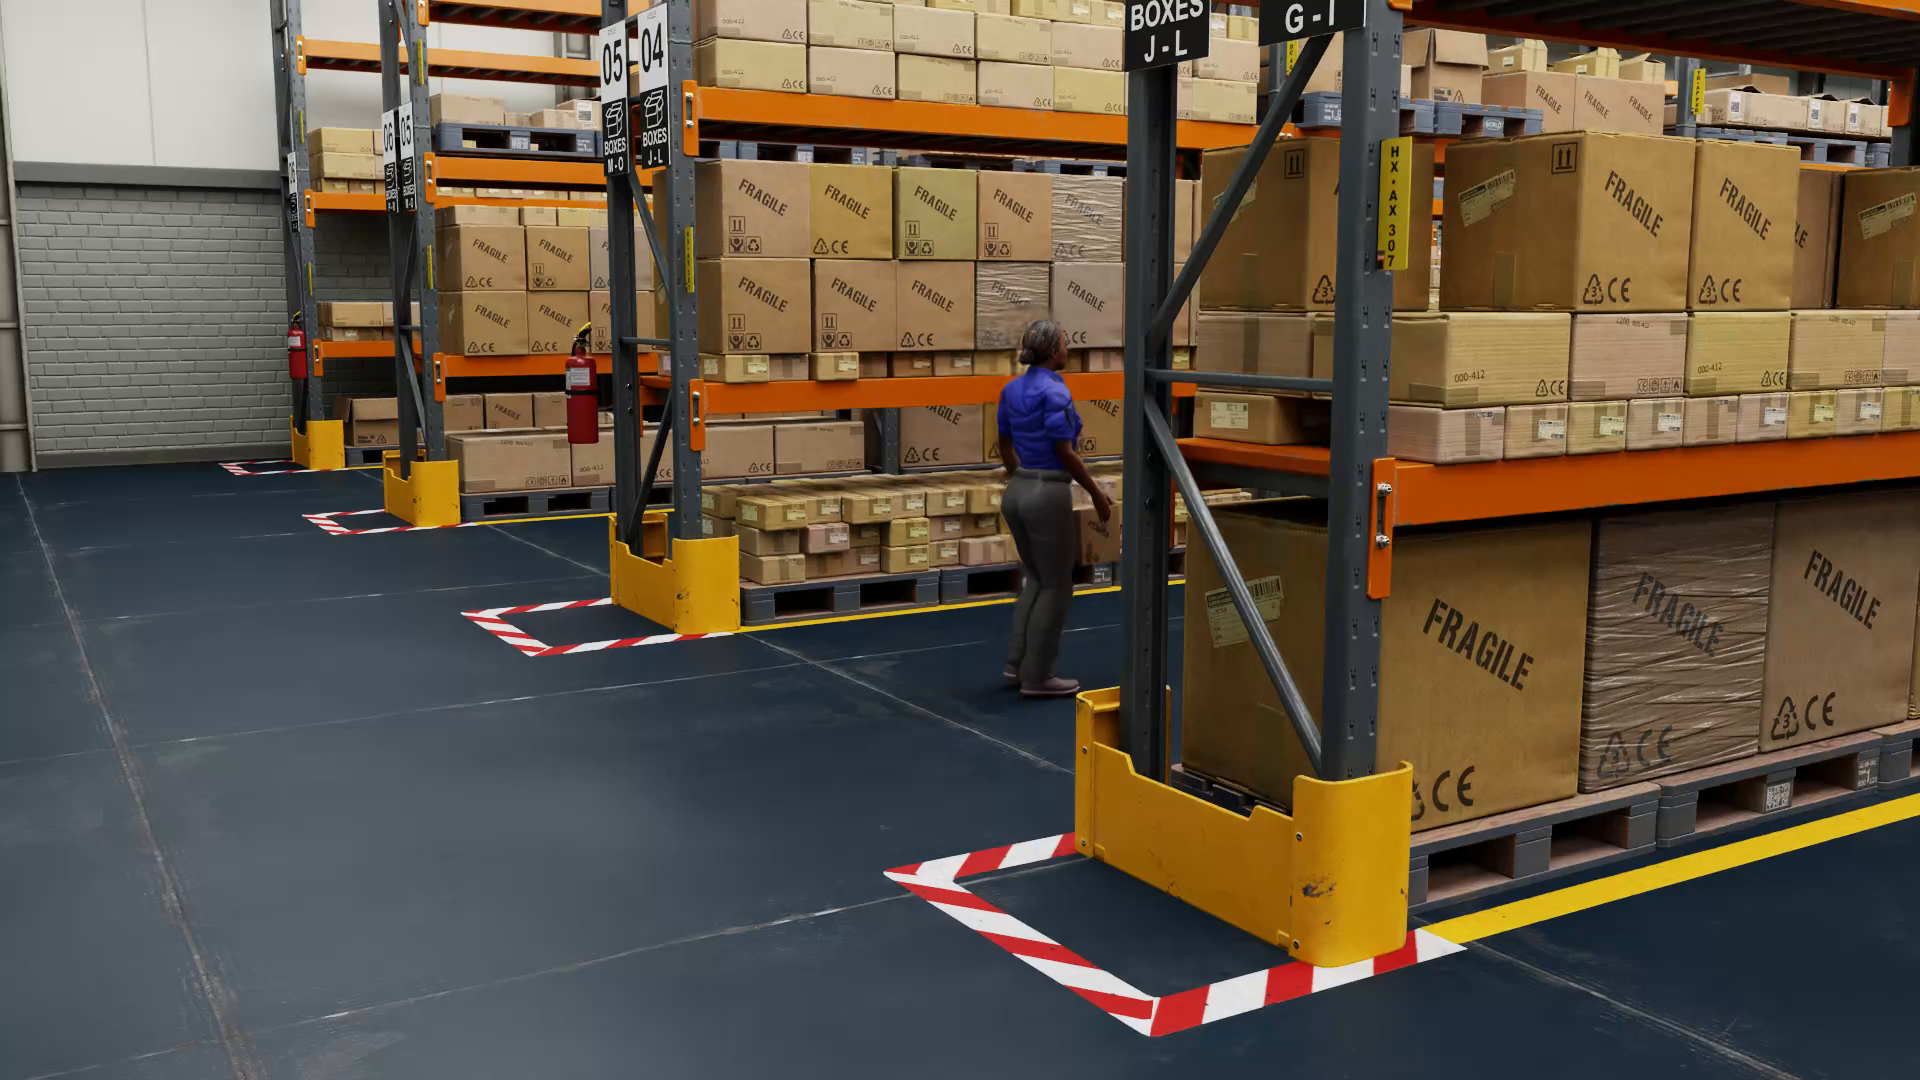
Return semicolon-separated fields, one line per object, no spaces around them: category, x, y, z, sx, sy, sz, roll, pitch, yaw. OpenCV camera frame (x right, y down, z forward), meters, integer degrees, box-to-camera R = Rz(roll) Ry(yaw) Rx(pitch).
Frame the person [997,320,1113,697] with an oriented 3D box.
person;0.397;-0.147;7.391;0.420;1.651;0.543;-5;9;-29
